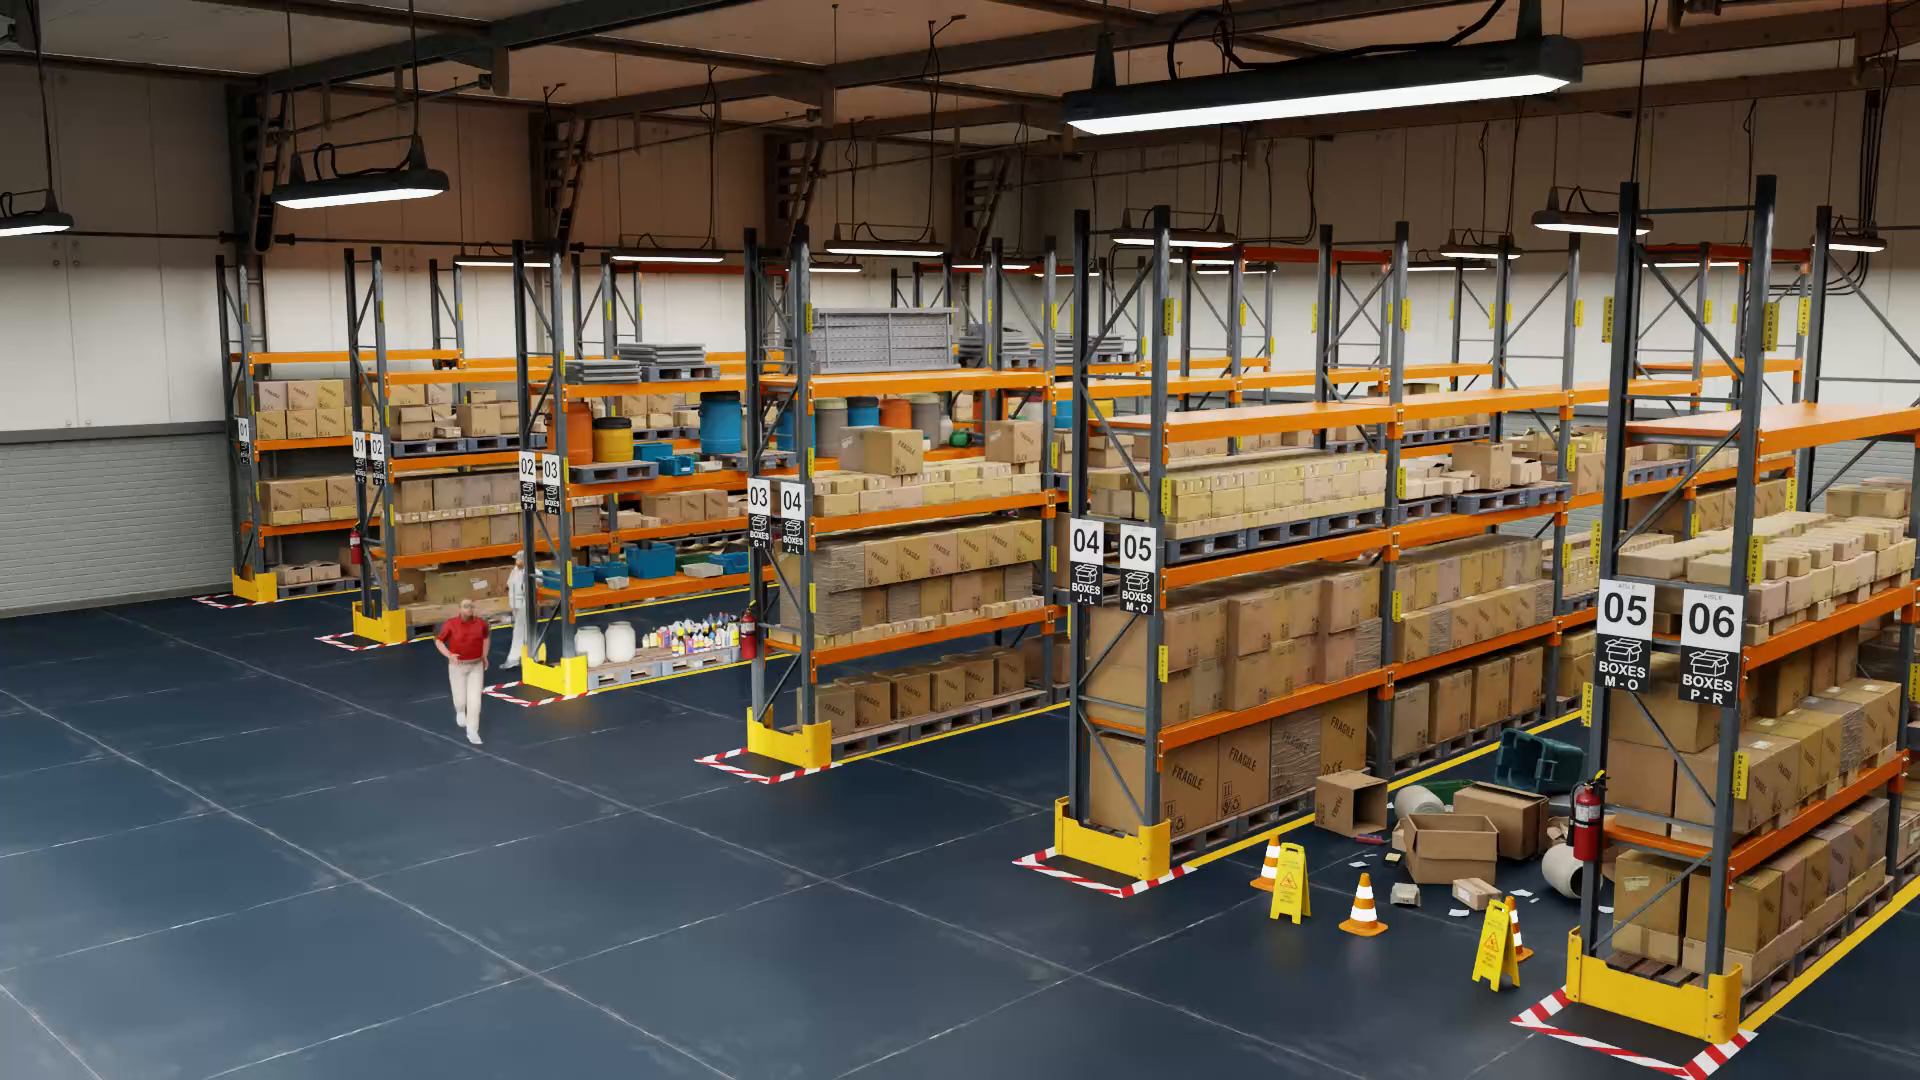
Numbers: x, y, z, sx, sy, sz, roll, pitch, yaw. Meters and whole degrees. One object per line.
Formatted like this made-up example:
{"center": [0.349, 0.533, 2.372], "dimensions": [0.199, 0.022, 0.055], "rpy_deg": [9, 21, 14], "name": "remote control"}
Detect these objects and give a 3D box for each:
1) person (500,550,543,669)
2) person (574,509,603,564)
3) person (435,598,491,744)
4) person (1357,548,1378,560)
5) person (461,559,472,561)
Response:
{"center": [-6.257, 0.970, 23.702], "dimensions": [0.612, 1.667, 0.903], "rpy_deg": [6, 10, 35], "name": "person"}
{"center": [-7.034, -0.101, 30.963], "dimensions": [0.662, 1.748, 0.659], "rpy_deg": [7, 11, 39], "name": "person"}
{"center": [-5.895, 1.538, 19.831], "dimensions": [0.643, 1.720, 0.691], "rpy_deg": [-4, 9, -28], "name": "person"}
{"center": [6.184, 0.821, 24.857], "dimensions": [0.695, 1.745, 0.699], "rpy_deg": [7, 11, 42], "name": "person"}
{"center": [-8.597, 0.167, 29.186], "dimensions": [0.624, 1.839, 0.926], "rpy_deg": [5, 10, 32], "name": "person"}
